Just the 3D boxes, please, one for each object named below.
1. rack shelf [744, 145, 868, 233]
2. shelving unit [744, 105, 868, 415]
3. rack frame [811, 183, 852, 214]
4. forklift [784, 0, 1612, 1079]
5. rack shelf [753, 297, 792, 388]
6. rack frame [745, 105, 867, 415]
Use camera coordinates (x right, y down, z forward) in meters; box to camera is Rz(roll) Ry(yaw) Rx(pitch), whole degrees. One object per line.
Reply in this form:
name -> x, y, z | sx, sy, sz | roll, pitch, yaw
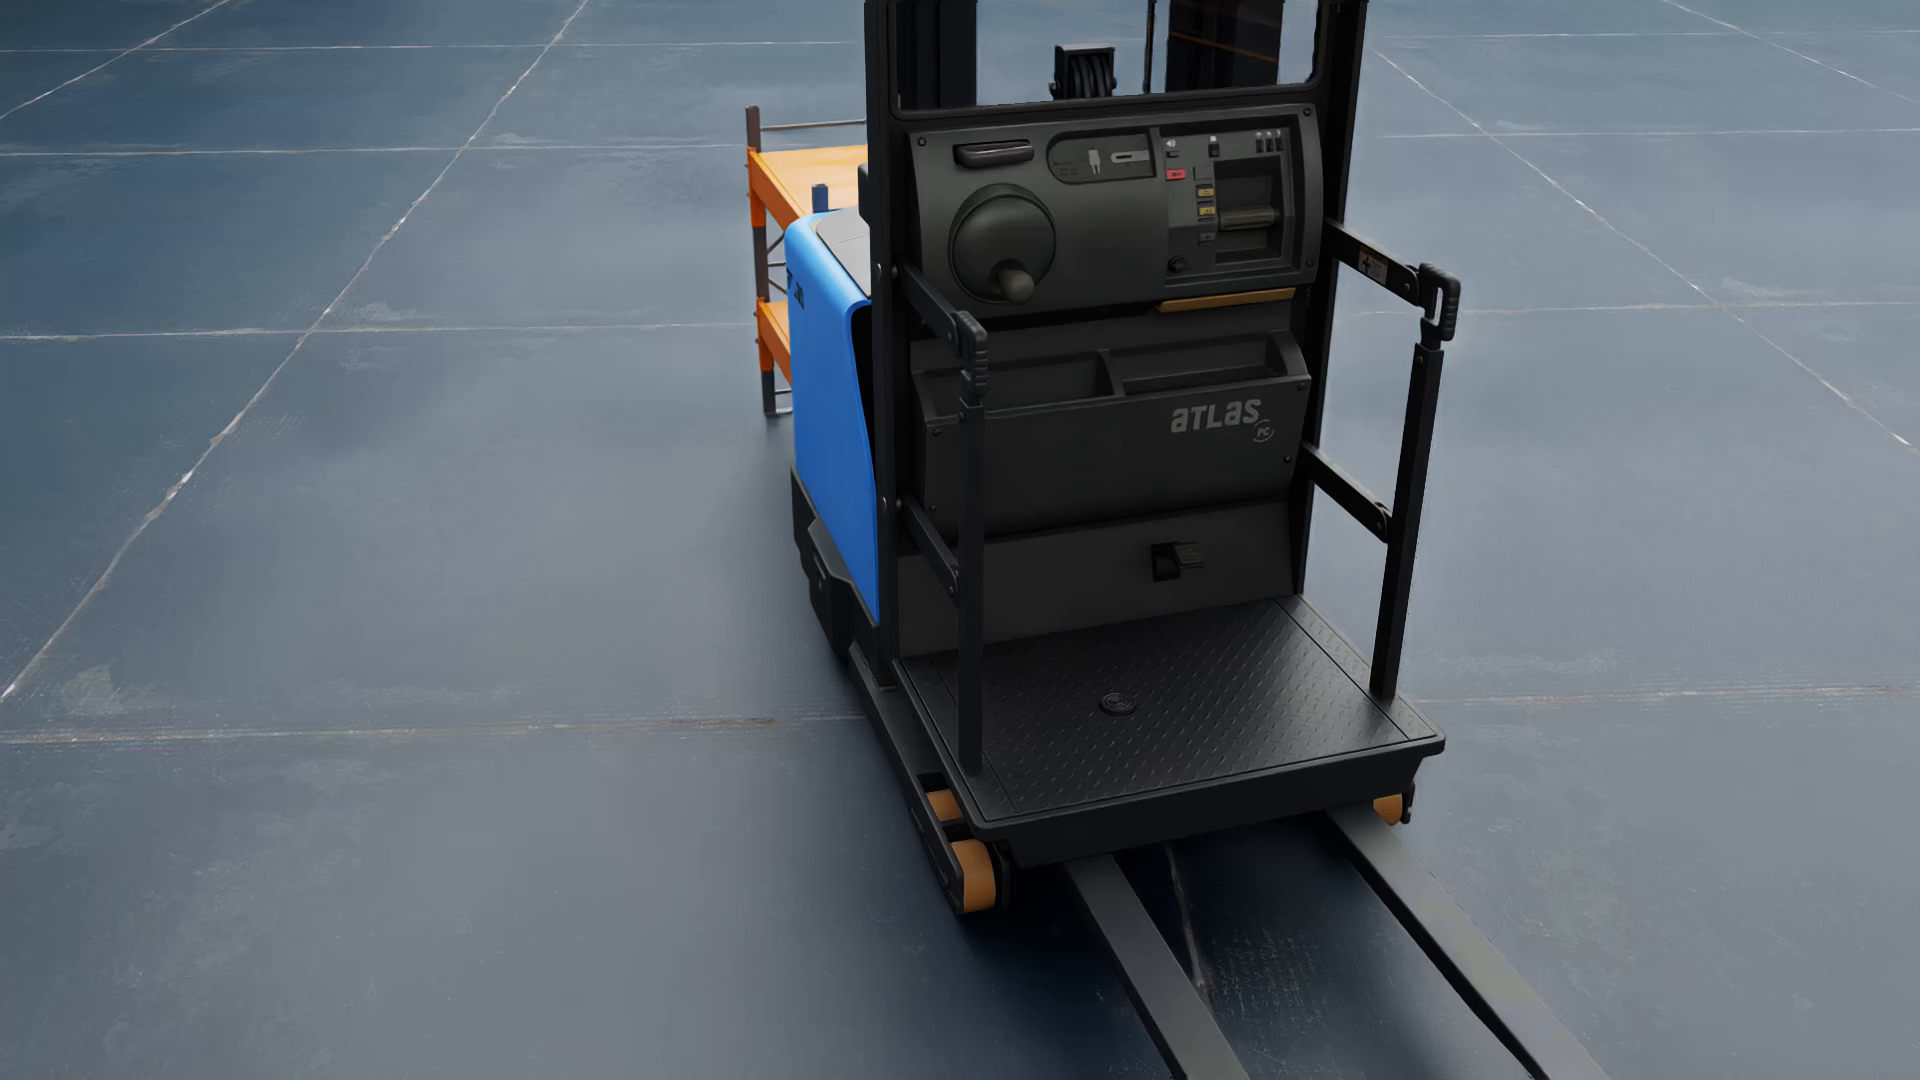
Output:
rack shelf -> -0.335, -1.034, 5.384 | 0.538, 0.278, 1.000 | -8, 29, -15
shelving unit -> -0.335, -0.775, 5.519 | 0.538, 1.125, 1.048 | -8, 29, -15
rack frame -> -0.184, -0.550, 5.088 | 0.500, 1.125, 0.032 | -8, 29, -15
forklift -> 0.414, -0.682, 3.389 | 1.130, 2.935, 3.031 | -8, 29, -15
rack shelf -> -0.335, -0.558, 5.632 | 0.538, 0.278, 1.000 | -8, 29, -15
rack frame -> -0.486, -0.999, 5.949 | 0.500, 1.125, 0.032 | -8, 29, -15
